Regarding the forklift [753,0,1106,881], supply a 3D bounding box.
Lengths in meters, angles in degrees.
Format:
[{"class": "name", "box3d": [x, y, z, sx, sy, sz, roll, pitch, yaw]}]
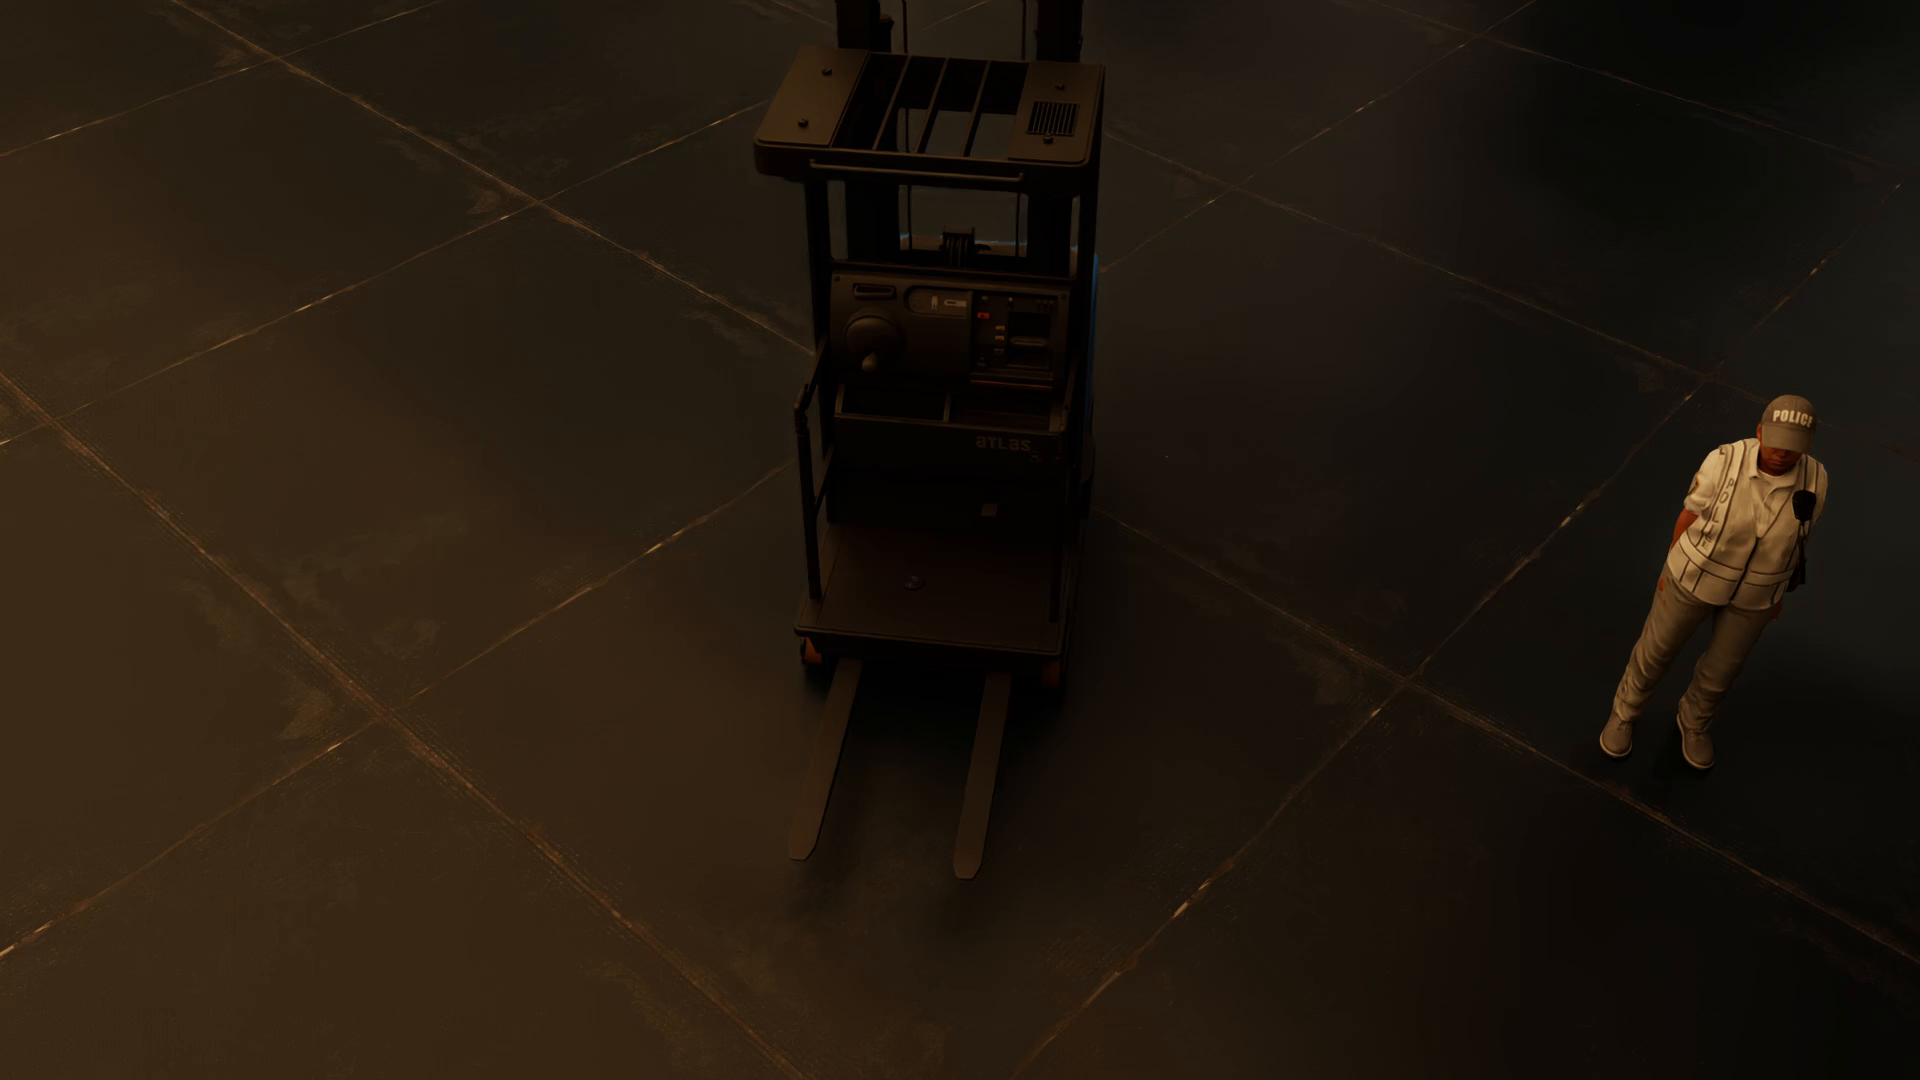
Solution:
[{"class": "forklift", "box3d": [-0.071, -0.738, 6.289, 1.130, 2.935, 3.031, 5, 41, 6]}]

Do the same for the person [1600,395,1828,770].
[{"class": "person", "box3d": [2.845, 0.162, 6.216, 0.487, 1.668, 0.395, 9, 41, 10]}]
